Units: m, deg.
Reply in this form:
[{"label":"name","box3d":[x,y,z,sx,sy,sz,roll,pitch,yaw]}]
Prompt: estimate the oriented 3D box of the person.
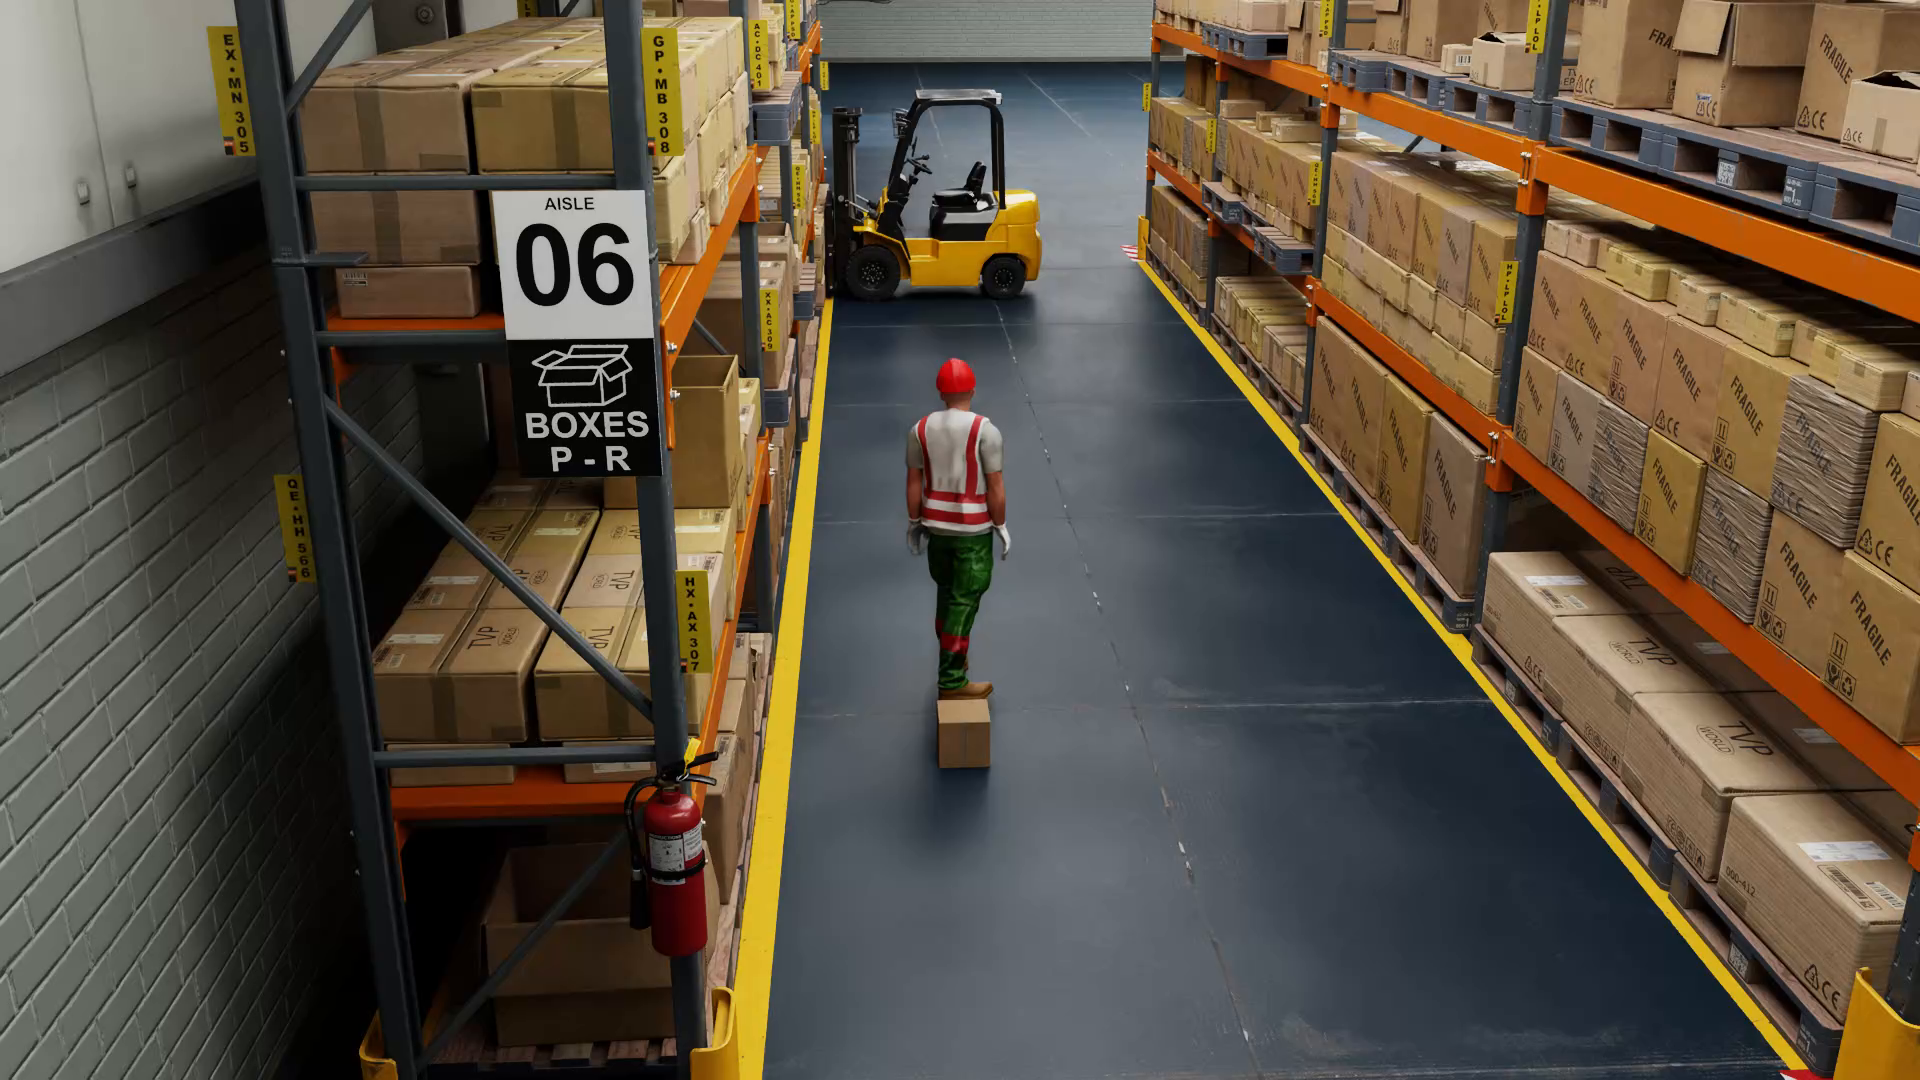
[{"label":"person","box3d":[-0.022,-0.050,8.685,0.569,1.779,0.574,10,23,26]}]
